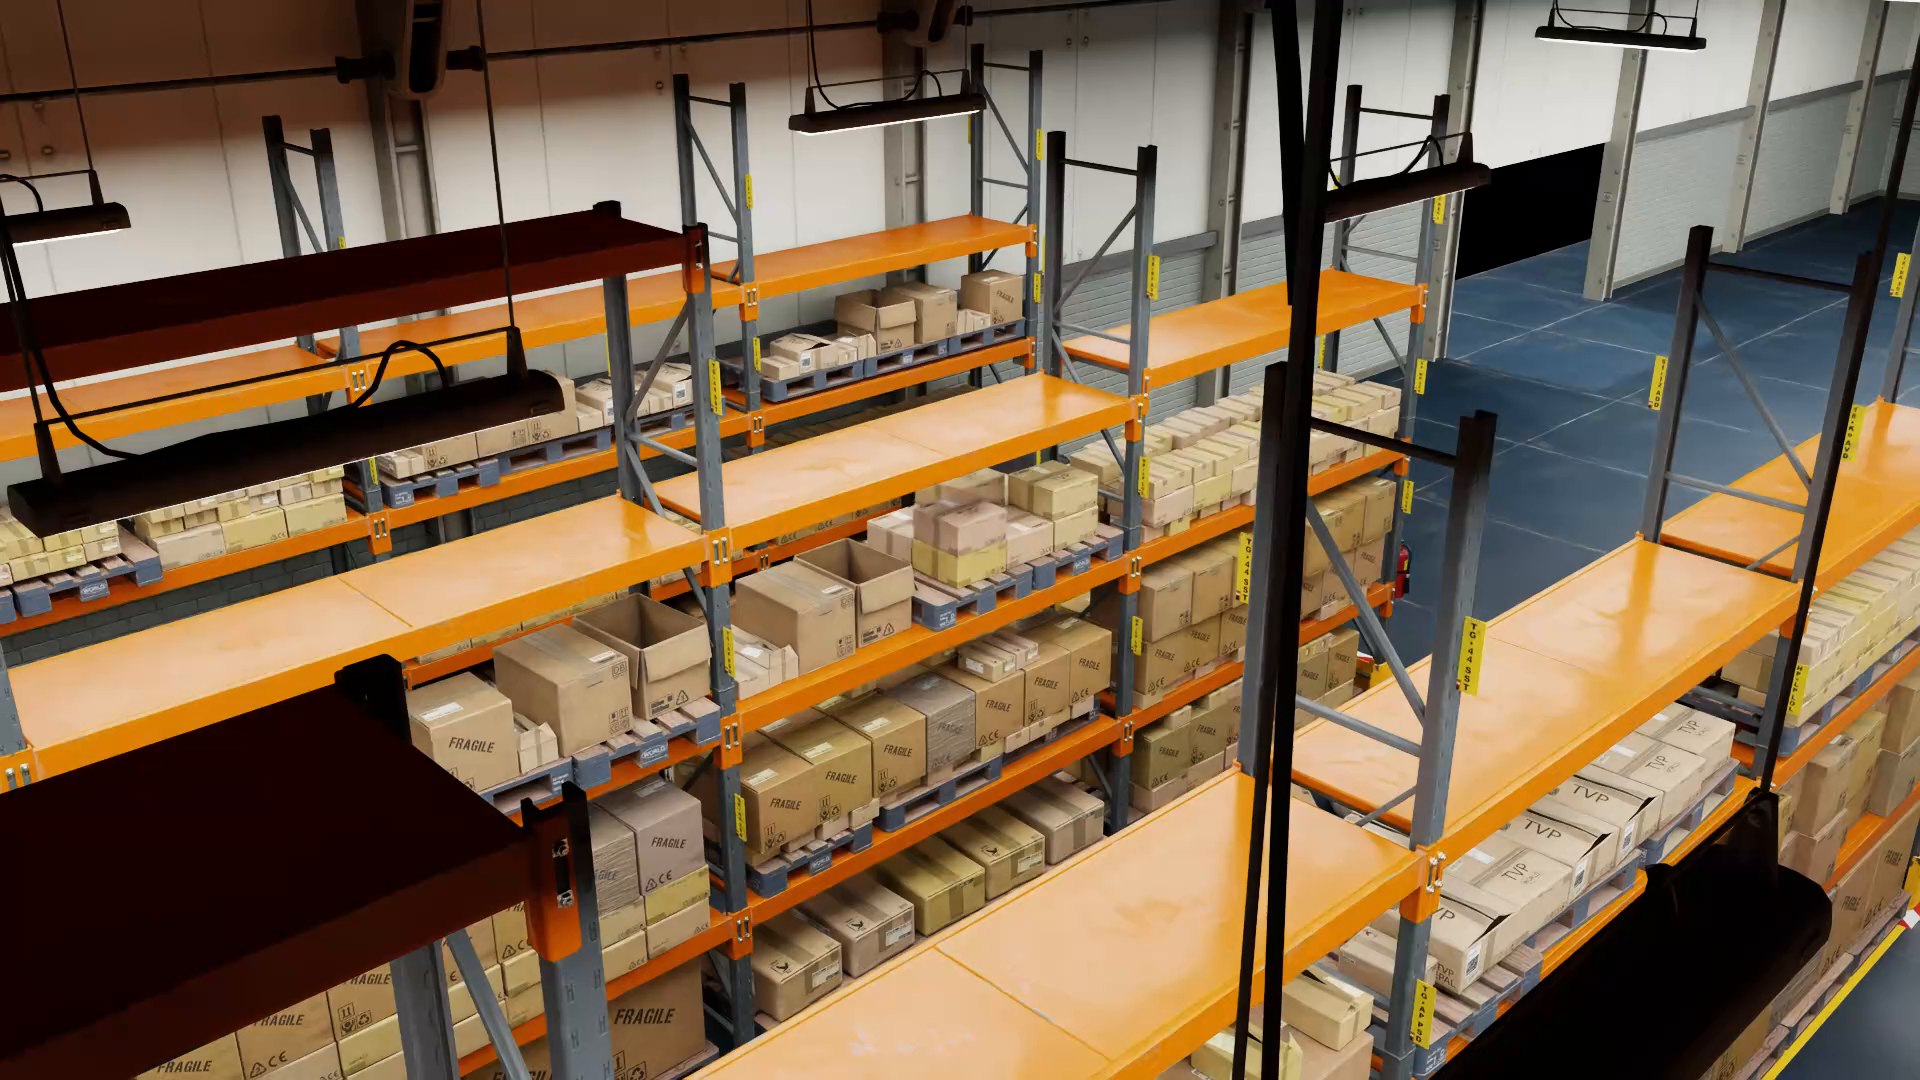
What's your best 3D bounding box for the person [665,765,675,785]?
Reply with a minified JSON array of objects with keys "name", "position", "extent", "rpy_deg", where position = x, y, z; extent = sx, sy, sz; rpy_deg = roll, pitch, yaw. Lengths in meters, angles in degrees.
[{"name":"person","position":[-2.301,2.106,13.646],"extent":[0.541,1.652,0.642],"rpy_deg":[13,26,28]}]
